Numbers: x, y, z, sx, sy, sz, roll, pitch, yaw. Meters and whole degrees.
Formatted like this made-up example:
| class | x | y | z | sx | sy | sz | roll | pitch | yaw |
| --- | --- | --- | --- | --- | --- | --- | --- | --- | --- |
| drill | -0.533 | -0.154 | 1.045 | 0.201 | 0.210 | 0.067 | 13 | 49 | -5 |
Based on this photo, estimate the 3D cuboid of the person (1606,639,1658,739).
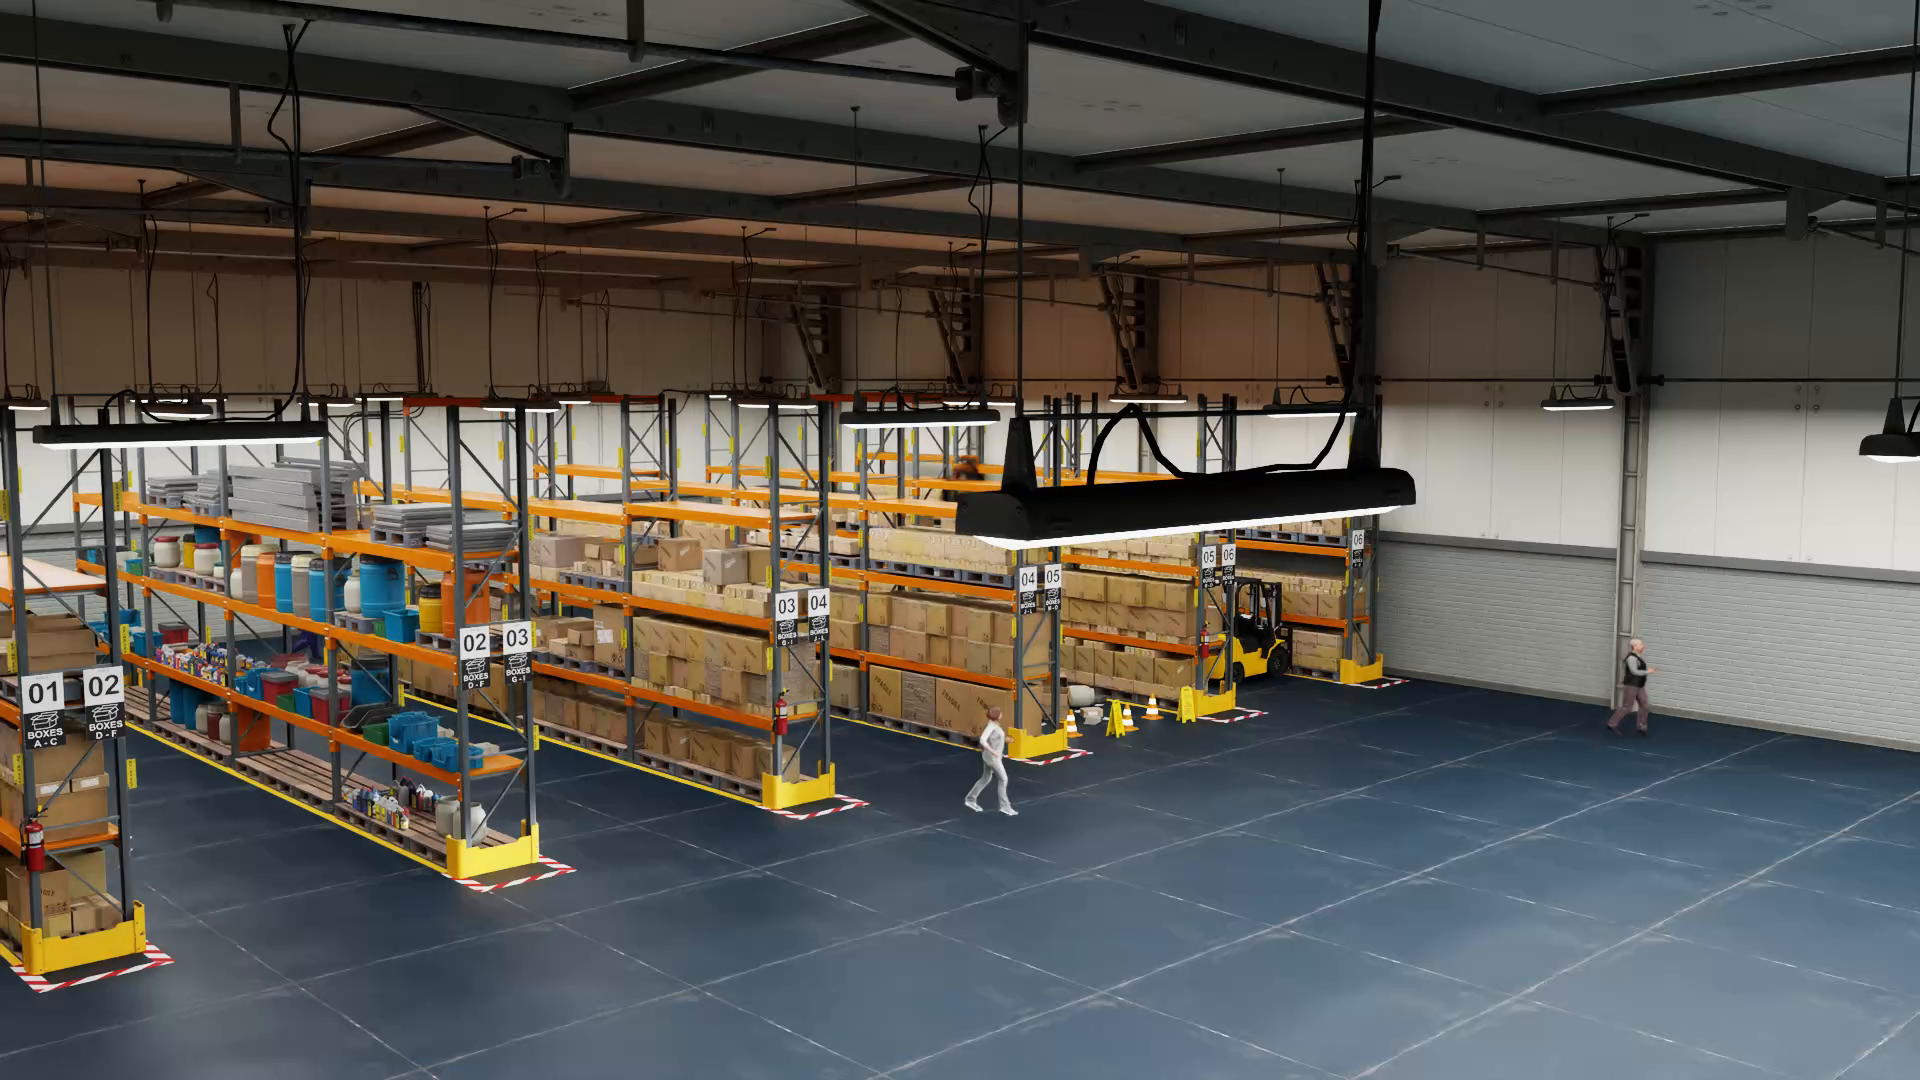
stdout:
| class | x | y | z | sx | sy | sz | roll | pitch | yaw |
| --- | --- | --- | --- | --- | --- | --- | --- | --- | --- |
| person | 11.880 | 2.636 | 29.371 | 0.808 | 1.795 | 0.645 | 4 | 7 | 34 |

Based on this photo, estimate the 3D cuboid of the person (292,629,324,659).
| class | x | y | z | sx | sy | sz | roll | pitch | yaw |
| --- | --- | --- | --- | --- | --- | --- | --- | --- | --- |
| person | -14.677 | 1.910 | 37.282 | 0.890 | 1.624 | 0.620 | -4 | 7 | -35 |

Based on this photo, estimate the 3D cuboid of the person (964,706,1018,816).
| class | x | y | z | sx | sy | sz | roll | pitch | yaw |
| --- | --- | --- | --- | --- | --- | --- | --- | --- | --- |
| person | 0.456 | 3.192 | 24.049 | 0.773 | 1.616 | 0.539 | -1 | 6 | -6 |
